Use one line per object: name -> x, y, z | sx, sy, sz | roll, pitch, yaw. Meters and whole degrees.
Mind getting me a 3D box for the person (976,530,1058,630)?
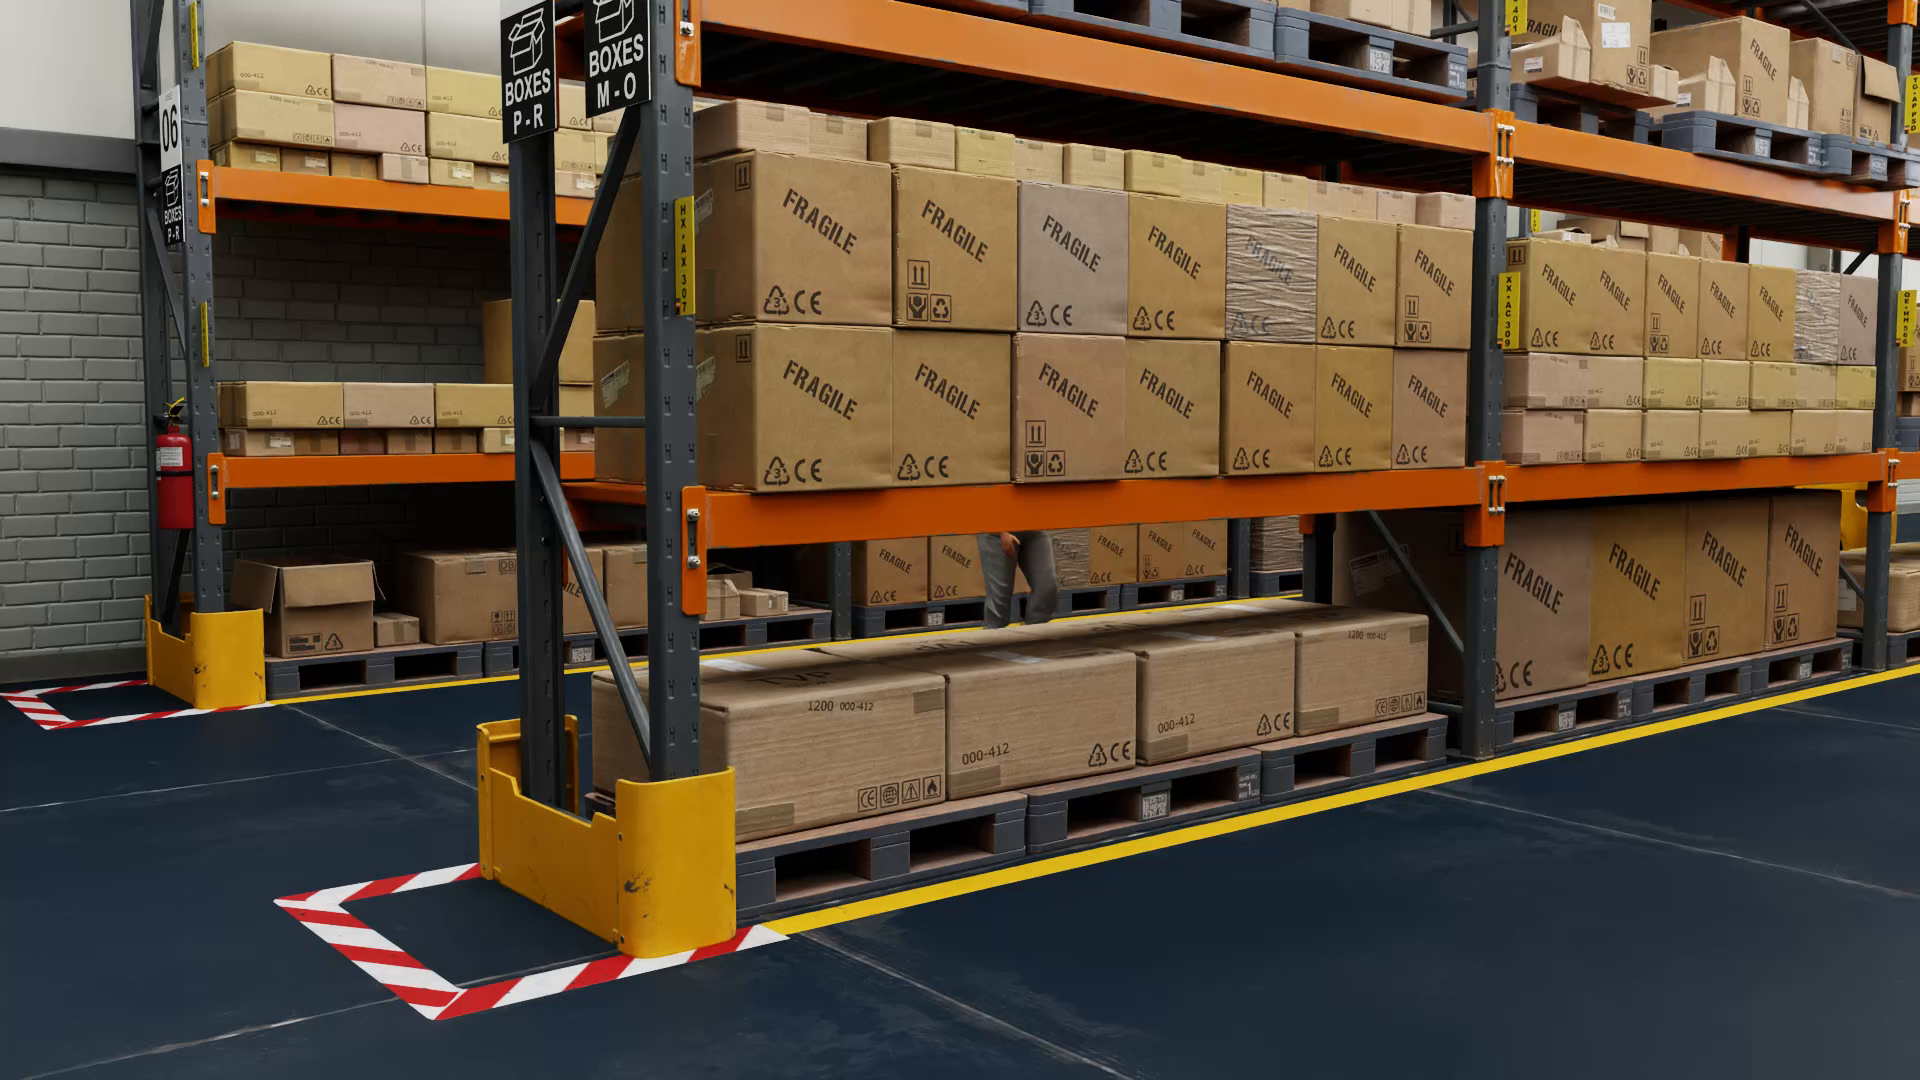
person -> 0.326, -0.010, 9.517 | 0.496, 1.717, 0.458 | -3, 5, -34
